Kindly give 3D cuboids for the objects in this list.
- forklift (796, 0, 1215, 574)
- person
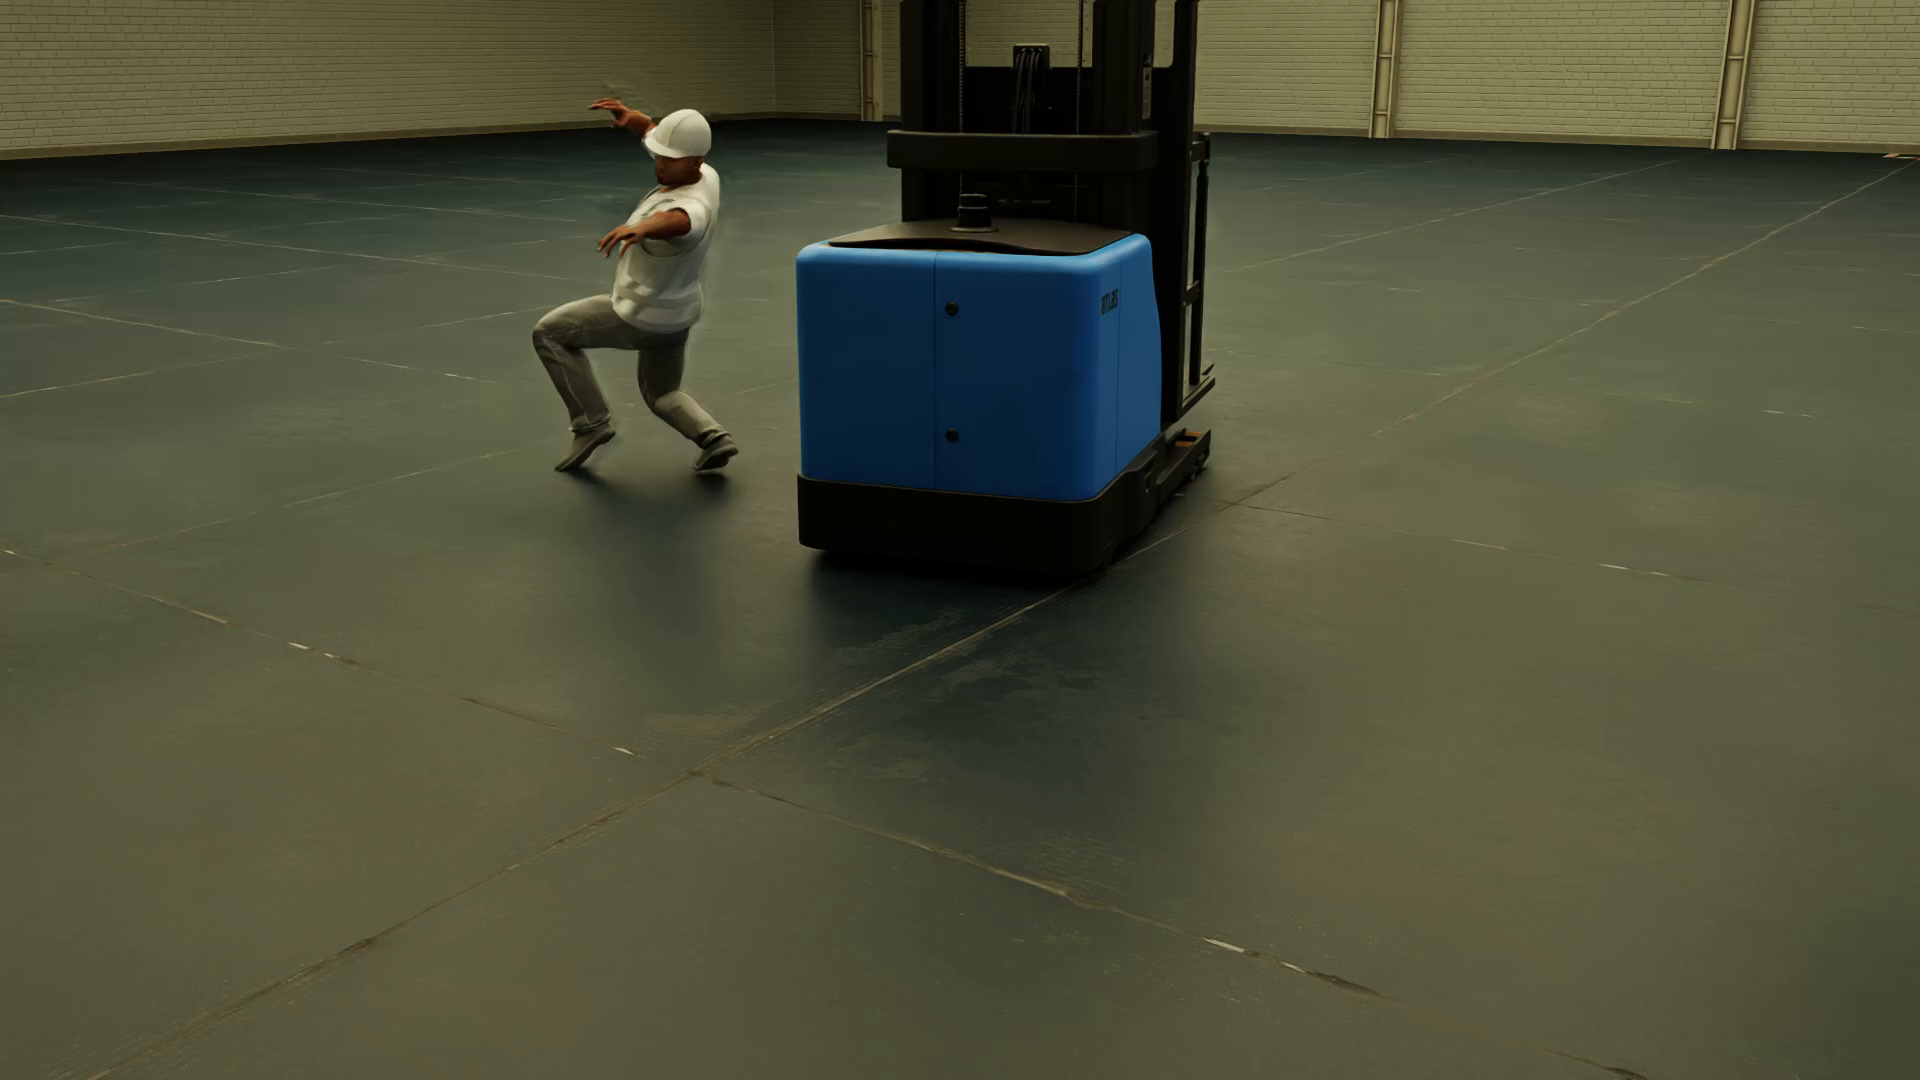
[{"bbox_3d":[0.411,-1.675,6.435,1.130,2.935,3.031,6,18,18],"label":"forklift"},{"bbox_3d":[-1.389,-0.922,6.450,0.900,1.529,1.103,6,18,19],"label":"person"}]
